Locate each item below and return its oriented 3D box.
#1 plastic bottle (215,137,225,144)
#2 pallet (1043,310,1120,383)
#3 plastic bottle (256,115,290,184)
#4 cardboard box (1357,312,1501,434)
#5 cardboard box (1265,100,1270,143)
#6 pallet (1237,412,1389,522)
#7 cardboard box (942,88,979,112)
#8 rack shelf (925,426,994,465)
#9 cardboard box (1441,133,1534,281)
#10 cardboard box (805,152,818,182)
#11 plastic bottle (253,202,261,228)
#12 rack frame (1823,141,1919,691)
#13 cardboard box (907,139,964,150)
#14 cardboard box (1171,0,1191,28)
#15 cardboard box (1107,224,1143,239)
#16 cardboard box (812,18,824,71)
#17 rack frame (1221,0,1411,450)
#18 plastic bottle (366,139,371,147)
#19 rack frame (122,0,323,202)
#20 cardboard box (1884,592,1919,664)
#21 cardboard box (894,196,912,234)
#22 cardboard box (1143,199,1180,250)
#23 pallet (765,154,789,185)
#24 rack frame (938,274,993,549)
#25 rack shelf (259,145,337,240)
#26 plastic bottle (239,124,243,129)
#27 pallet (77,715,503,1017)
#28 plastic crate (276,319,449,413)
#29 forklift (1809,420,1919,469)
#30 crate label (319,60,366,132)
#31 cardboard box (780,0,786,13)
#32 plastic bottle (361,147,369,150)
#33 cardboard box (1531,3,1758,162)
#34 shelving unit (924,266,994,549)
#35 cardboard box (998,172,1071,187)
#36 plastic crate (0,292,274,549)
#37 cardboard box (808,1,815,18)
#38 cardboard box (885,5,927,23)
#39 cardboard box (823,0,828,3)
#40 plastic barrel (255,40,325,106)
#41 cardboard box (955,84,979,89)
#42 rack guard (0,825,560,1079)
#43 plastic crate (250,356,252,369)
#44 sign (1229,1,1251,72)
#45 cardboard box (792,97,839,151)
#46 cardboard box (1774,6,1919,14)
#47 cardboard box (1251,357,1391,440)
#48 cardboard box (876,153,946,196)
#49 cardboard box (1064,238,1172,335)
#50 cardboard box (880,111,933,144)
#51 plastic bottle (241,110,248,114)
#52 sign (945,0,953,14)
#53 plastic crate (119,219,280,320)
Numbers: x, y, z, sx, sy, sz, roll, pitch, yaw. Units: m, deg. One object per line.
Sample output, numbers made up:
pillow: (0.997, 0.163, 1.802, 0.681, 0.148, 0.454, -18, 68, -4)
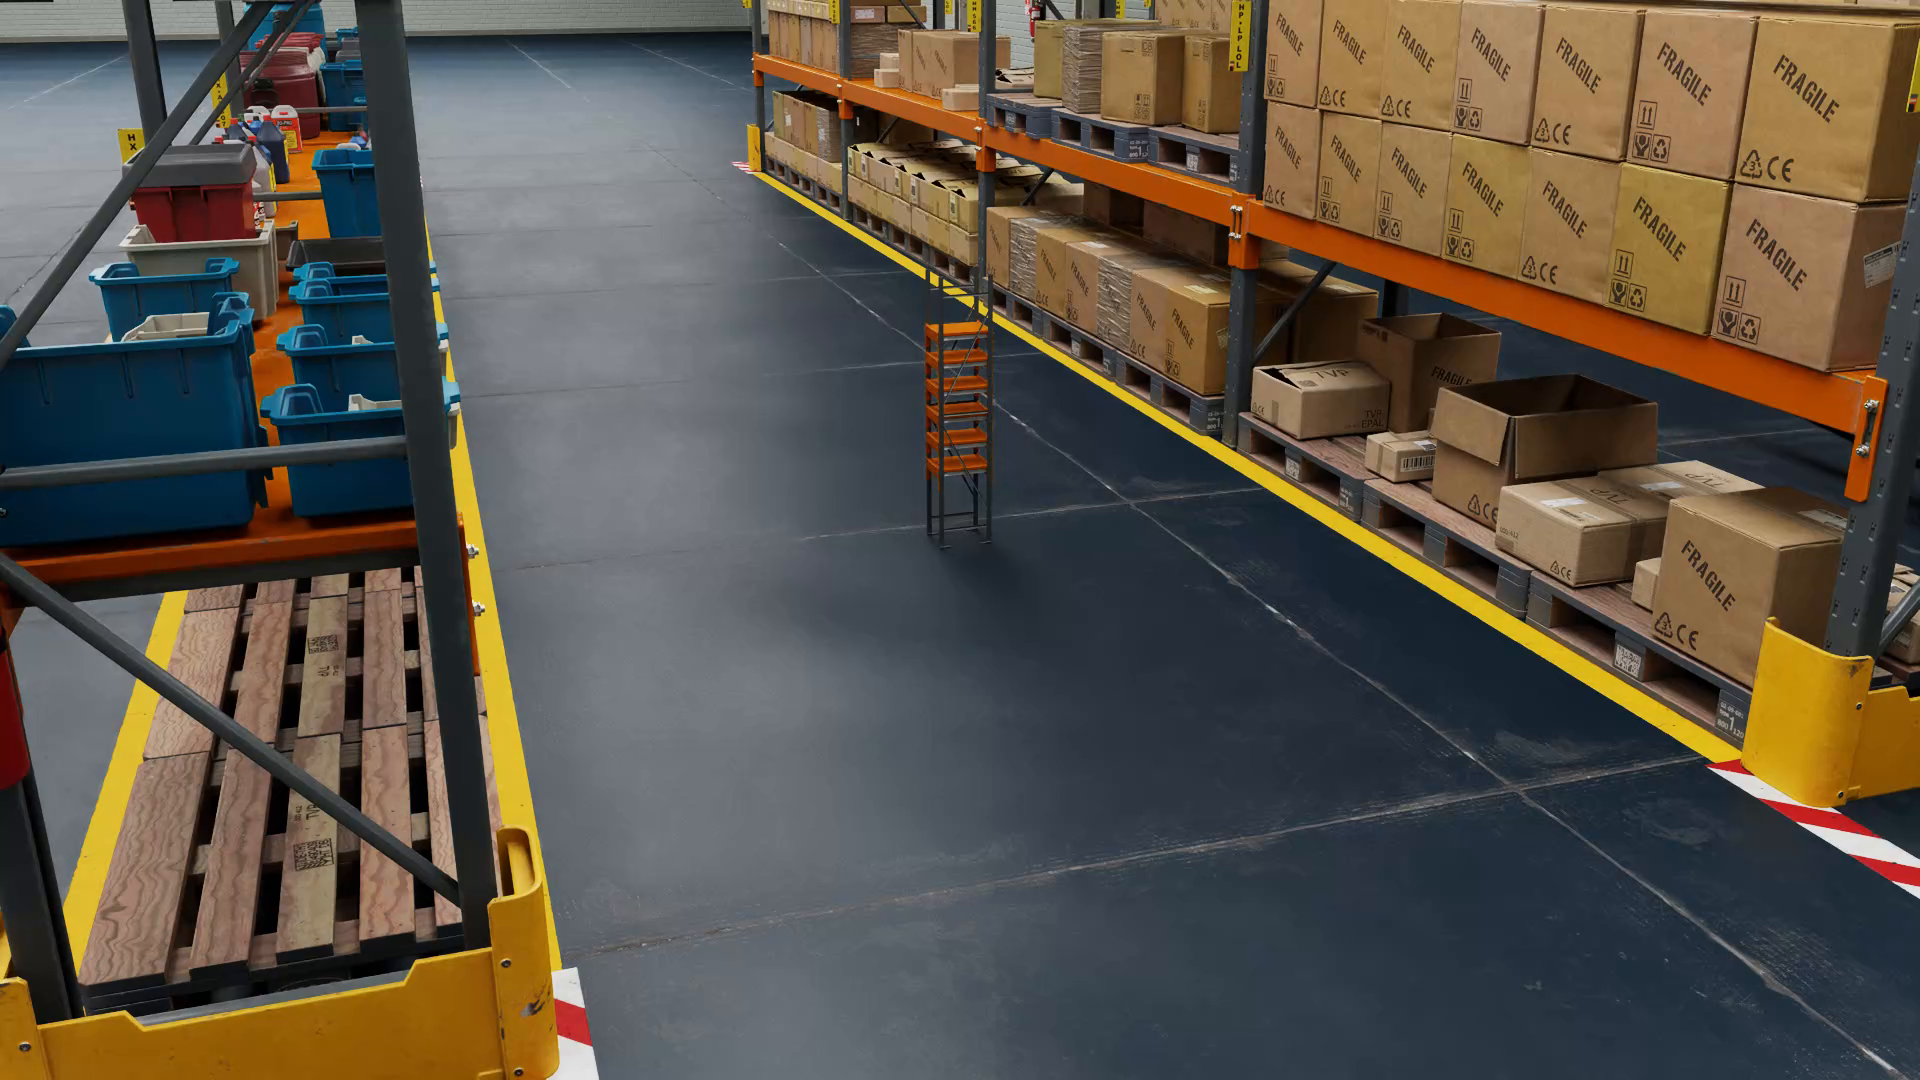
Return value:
plastic bottle: (-3.477, -1.728, 7.863, 0.144, 0.351, 0.185, -6, 21, -17)
pallet: (1.205, -1.294, 10.706, 1.003, 0.211, 1.213, -6, 21, -17)
plastic bottle: (-3.663, -2.082, 8.847, 0.144, 0.351, 0.185, -6, 21, -17)
cardboard box: (2.332, -0.835, 8.350, 0.500, 0.500, 0.500, -6, 21, -17)
cardboard box: (1.947, -2.377, 8.829, 0.700, 0.500, 0.500, -15, 24, -35)
pallet: (2.099, -0.424, 8.285, 1.003, 0.211, 1.213, -6, 21, -17)
cardboard box: (0.082, -3.381, 12.765, 0.380, 0.149, 0.250, -6, 21, -17)
rack shelf: (-0.005, -0.415, 7.282, 0.258, 0.103, 0.180, -6, 21, -17)
cardboard box: (2.266, -1.324, 6.516, 0.500, 0.500, 0.500, -7, 21, -18)
cardboard box: (-1.303, -3.874, 17.210, 0.500, 0.250, 0.500, -6, 21, -17)
plastic bottle: (-3.138, -1.450, 7.309, 0.097, 0.201, 0.097, 0, 20, 0)
rack frame: (3.141, -0.673, 4.853, 1.000, 3.000, 0.127, -6, 21, -17)
cardboard box: (-0.231, -3.592, 15.597, 0.500, 0.311, 0.500, -6, 21, -17)
cardboard box: (2.824, -6.282, 19.552, 0.500, 0.500, 0.500, -6, 21, -17)
cardboard box: (1.306, -1.830, 11.120, 0.500, 0.500, 0.500, -7, 21, -19)
cardboard box: (-1.102, -5.043, 16.871, 0.700, 0.500, 0.500, -6, 21, -16)
rack frame: (1.884, -1.957, 8.427, 1.000, 3.000, 0.127, -6, 21, -17)
plastic bottle: (-2.967, -1.934, 8.547, 0.152, 0.276, 0.135, -6, 21, -17)
rack frame: (-2.819, -1.432, 6.965, 1.000, 3.000, 0.127, -6, 21, -17)
cardboard box: (3.336, 0.291, 5.737, 0.380, 0.149, 0.250, -6, 21, -17)
cardboard box: (-0.255, -2.778, 14.161, 0.500, 0.250, 0.500, -6, 21, -16)
cardboard box: (1.491, -2.003, 10.494, 0.500, 0.250, 0.500, -7, 21, -18)
pallet: (-1.608, -4.254, 18.949, 1.003, 0.211, 1.213, -6, 21, -17)
rack frame: (0.024, -0.540, 7.145, 0.240, 1.200, 0.006, -6, 21, -17)
rack shelf: (-3.448, -1.735, 8.874, 1.077, 0.370, 4.000, -6, 21, -17)
plastic bottle: (-3.947, -2.145, 9.141, 0.097, 0.271, 0.097, 0, 20, 0)
pallet: (-1.785, 0.895, 4.611, 1.003, 0.211, 1.213, -6, 21, -17)
plastic crate: (-1.534, -0.423, 4.316, 0.416, 0.233, 0.300, -6, 21, -17)
forklift: (5.041, -1.332, 6.788, 1.130, 2.935, 3.031, -5, 20, -14)
crate label: (-4.132, -3.080, 11.501, 0.502, 0.435, 0.616, -6, 21, -17)
cardboard box: (-1.729, -5.765, 17.923, 0.380, 0.149, 0.250, -7, 21, -18)
plastic bottle: (-2.635, -1.569, 7.420, 0.144, 0.351, 0.185, -6, 21, -17)
cardboard box: (2.413, -1.632, 5.897, 0.500, 0.500, 0.500, -6, 21, -16)
shelving unit: (-0.005, -0.569, 7.227, 0.258, 1.200, 0.189, -6, 21, -17)
cardboard box: (0.568, -2.775, 13.322, 0.500, 0.311, 0.500, -7, 21, -19)
plastic crate: (-1.845, -0.281, 3.619, 0.616, 0.435, 0.499, -6, 21, -17)
cardboard box: (-1.317, -5.349, 16.763, 0.380, 0.149, 0.250, -6, 21, -16)
cardboard box: (-0.531, -4.983, 15.745, 0.380, 0.149, 0.250, -6, 21, -17)
cardboard box: (-0.936, -5.485, 16.184, 0.700, 0.500, 0.500, -6, 21, -17)
plastic barrel: (-4.875, -3.358, 12.128, 0.433, 0.535, 0.433, 0, 20, 0)
cardboard box: (0.173, -3.525, 13.166, 0.380, 0.149, 0.250, -5, 20, -13)
rack guard: (-1.542, 1.035, 3.796, 1.175, 0.500, 0.348, -6, 21, -17)
plastic crate: (-2.068, -0.389, 4.364, 0.396, 0.136, 0.243, -6, 21, -17)
sign: (1.358, -2.442, 8.064, 0.100, 0.325, 0.005, -6, 21, -17)
cardboard box: (-1.461, -4.387, 17.530, 0.500, 0.500, 0.500, -6, 21, -17)
cardboard box: (3.081, -1.528, 5.607, 0.500, 0.500, 0.500, -6, 21, -17)
cardboard box: (1.811, -0.741, 8.368, 0.500, 0.311, 0.500, -6, 21, -17)
cardboard box: (-0.421, -3.205, 14.520, 0.500, 0.311, 0.500, -7, 21, -19)
cardboard box: (0.990, -1.599, 10.477, 0.500, 0.500, 0.500, -7, 21, -19)
cardboard box: (-0.479, -3.963, 16.349, 0.500, 0.500, 0.500, -6, 21, -17)
plastic bottle: (-4.188, -2.377, 9.769, 0.061, 0.283, 0.133, -6, 21, -17)
sign: (-0.118, -5.093, 15.562, 0.100, 0.325, 0.005, -6, 21, -17)
plastic crate: (-2.514, -0.895, 5.556, 0.437, 0.282, 0.530, -6, 21, -17)
